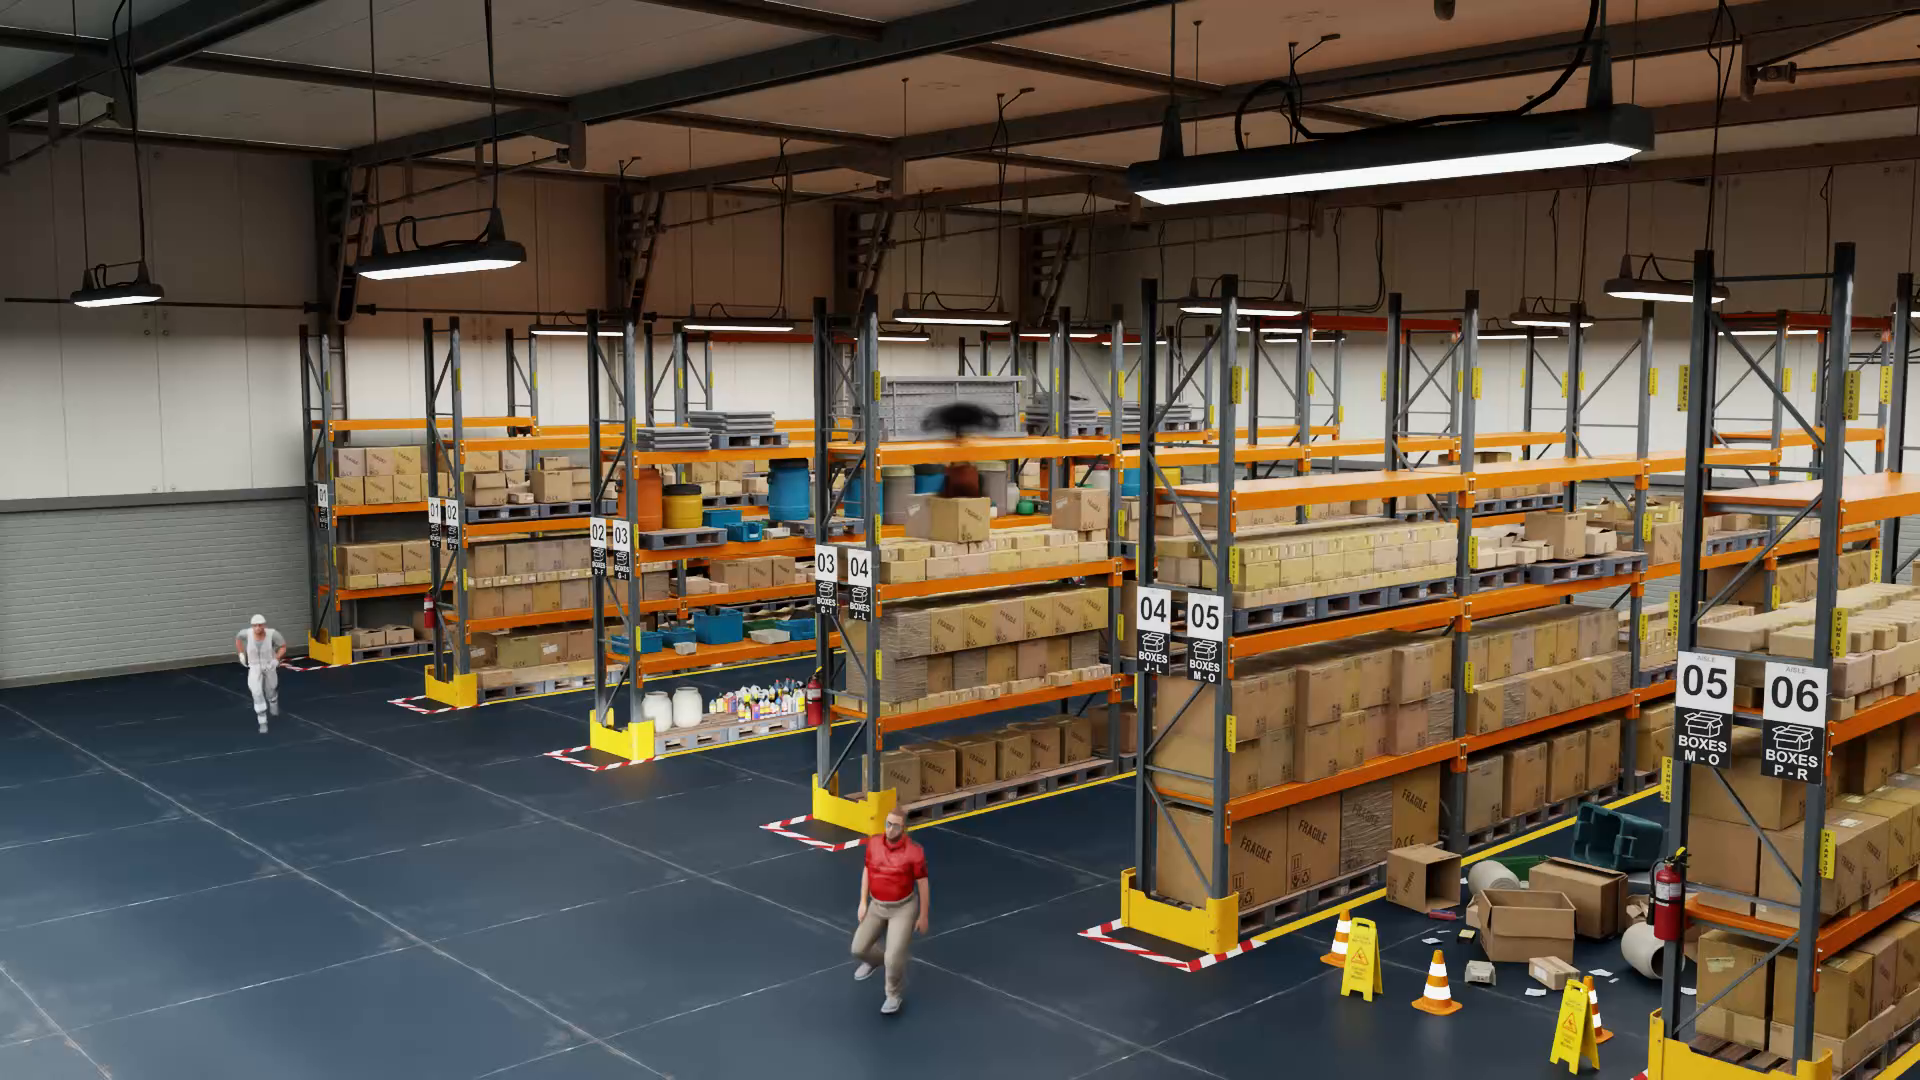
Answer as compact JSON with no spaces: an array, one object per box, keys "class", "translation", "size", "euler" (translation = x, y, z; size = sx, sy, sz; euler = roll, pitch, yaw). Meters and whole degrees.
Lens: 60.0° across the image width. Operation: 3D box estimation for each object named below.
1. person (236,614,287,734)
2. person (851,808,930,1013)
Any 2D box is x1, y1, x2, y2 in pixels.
[{"class":"person","translation":[-10.134,1.891,24.219],"size":[0.696,1.734,1.050],"euler":[-1,6,-9]},{"class":"person","translation":[-0.588,2.957,13.580],"size":[0.823,1.658,0.594],"euler":[3,6,26]}]
